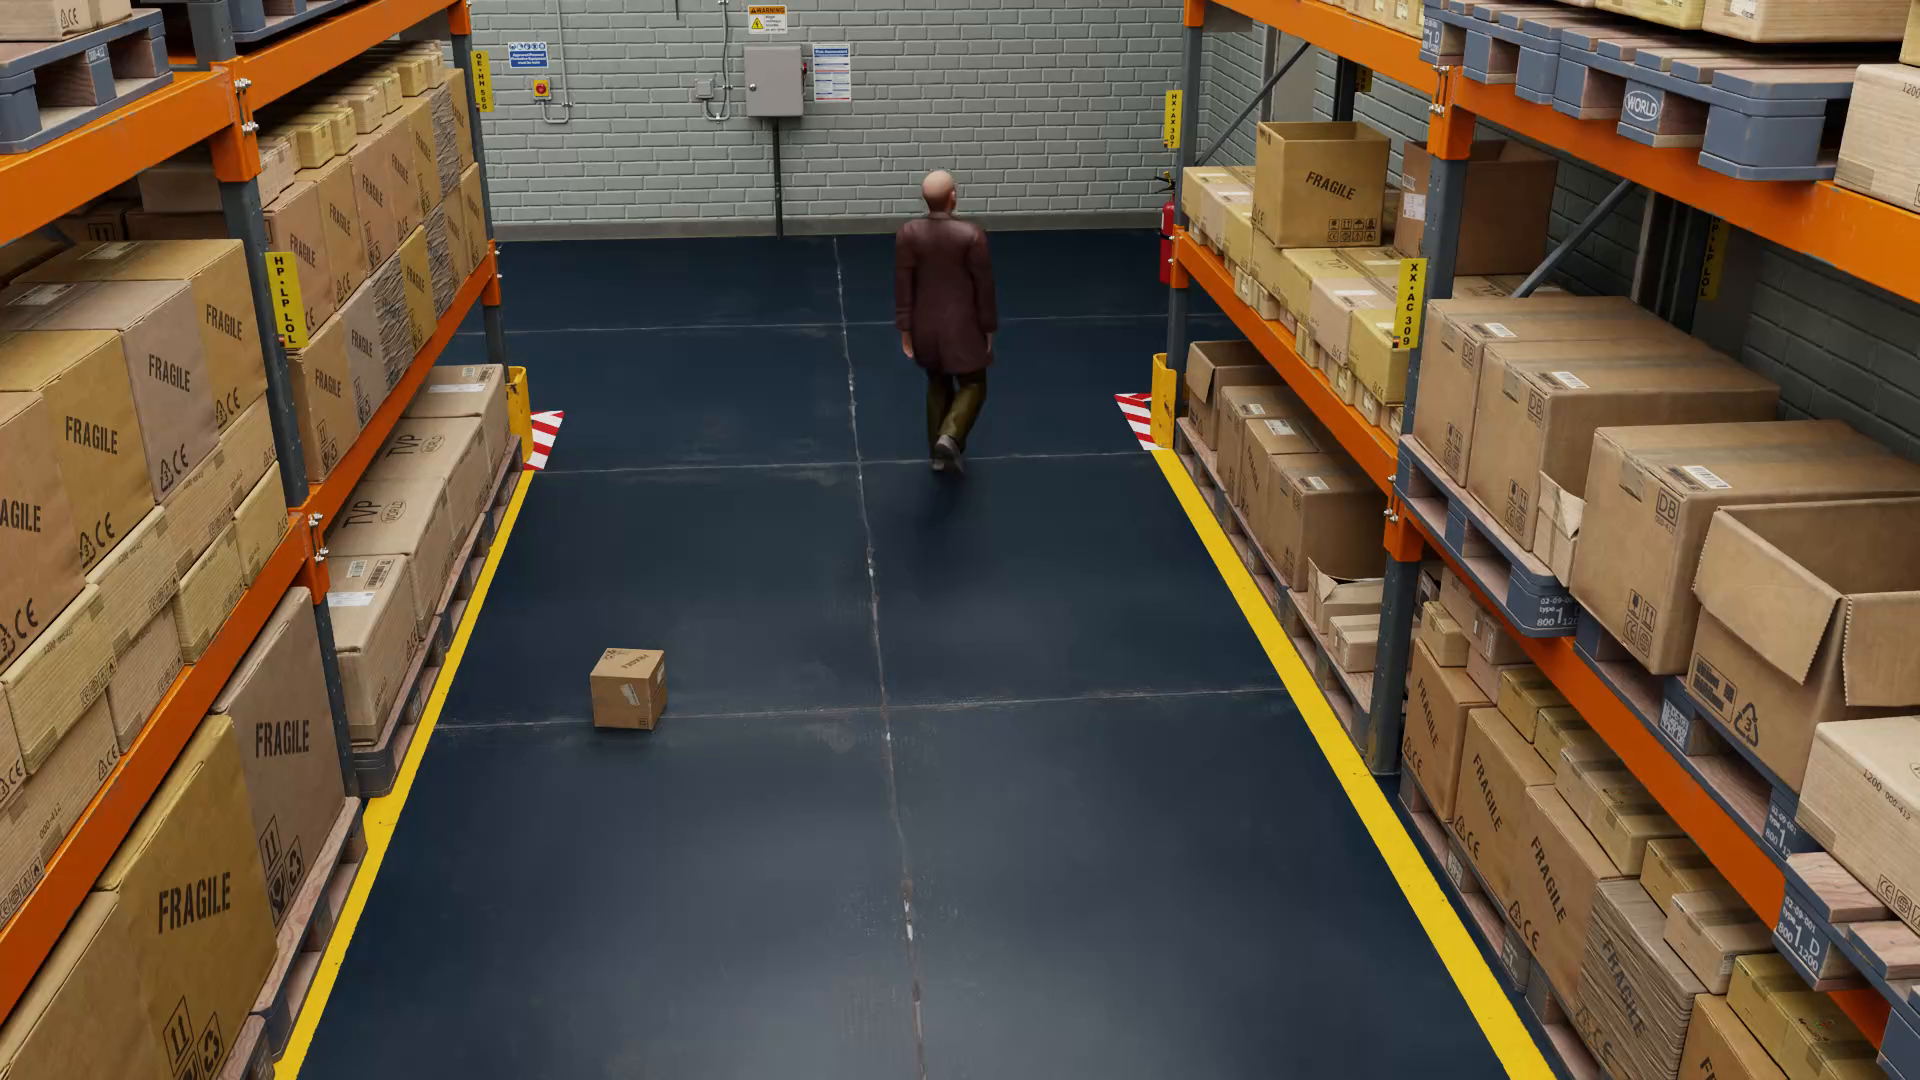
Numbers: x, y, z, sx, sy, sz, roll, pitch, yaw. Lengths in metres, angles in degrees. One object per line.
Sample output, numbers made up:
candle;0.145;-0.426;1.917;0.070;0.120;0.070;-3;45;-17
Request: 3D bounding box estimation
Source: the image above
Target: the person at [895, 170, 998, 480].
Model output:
person;-0.078;-1.188;9.327;0.576;1.757;0.790;7;24;16
